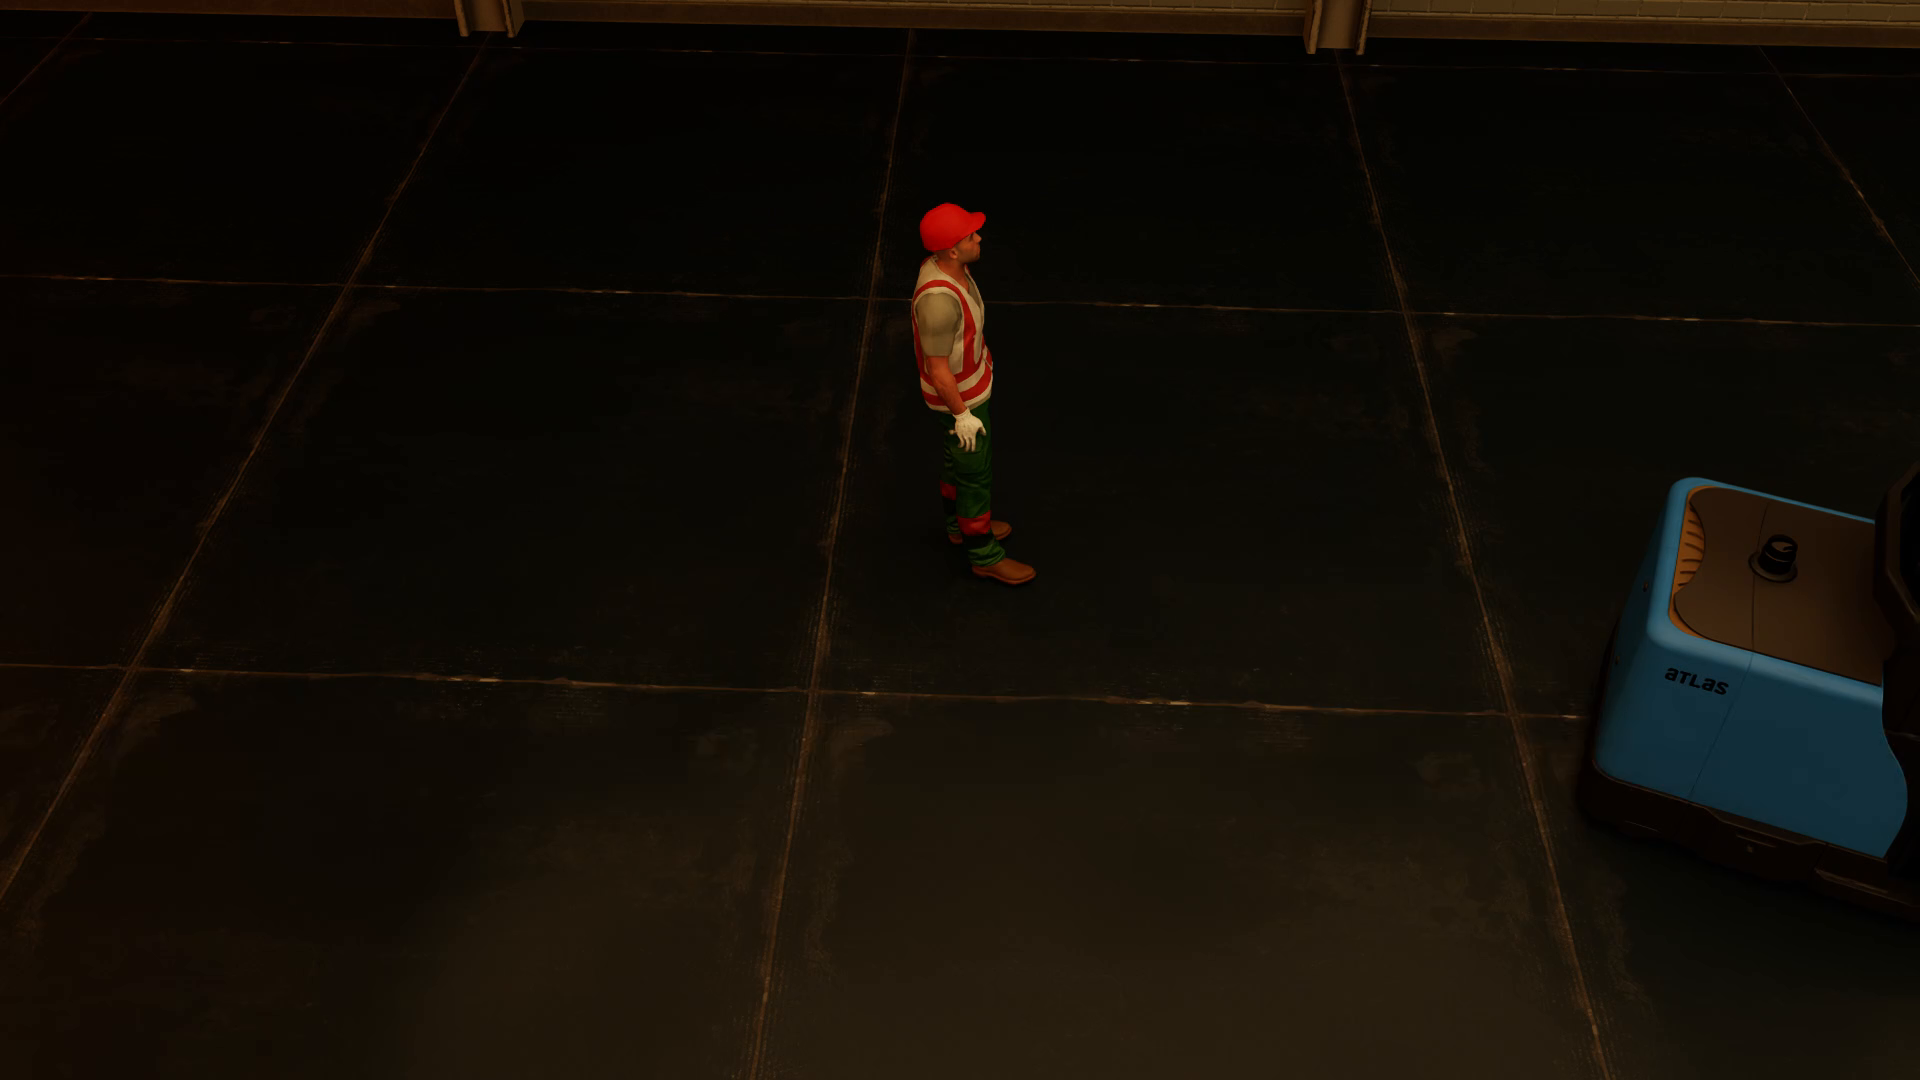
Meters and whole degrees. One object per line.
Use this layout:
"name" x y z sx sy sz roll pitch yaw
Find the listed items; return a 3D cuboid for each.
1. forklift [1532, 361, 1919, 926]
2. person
"forklift" 3.877 0.086 5.648 3.031 2.935 1.130 16 45 17
"person" 0.081 -0.656 7.297 0.561 1.790 0.637 2 42 2
